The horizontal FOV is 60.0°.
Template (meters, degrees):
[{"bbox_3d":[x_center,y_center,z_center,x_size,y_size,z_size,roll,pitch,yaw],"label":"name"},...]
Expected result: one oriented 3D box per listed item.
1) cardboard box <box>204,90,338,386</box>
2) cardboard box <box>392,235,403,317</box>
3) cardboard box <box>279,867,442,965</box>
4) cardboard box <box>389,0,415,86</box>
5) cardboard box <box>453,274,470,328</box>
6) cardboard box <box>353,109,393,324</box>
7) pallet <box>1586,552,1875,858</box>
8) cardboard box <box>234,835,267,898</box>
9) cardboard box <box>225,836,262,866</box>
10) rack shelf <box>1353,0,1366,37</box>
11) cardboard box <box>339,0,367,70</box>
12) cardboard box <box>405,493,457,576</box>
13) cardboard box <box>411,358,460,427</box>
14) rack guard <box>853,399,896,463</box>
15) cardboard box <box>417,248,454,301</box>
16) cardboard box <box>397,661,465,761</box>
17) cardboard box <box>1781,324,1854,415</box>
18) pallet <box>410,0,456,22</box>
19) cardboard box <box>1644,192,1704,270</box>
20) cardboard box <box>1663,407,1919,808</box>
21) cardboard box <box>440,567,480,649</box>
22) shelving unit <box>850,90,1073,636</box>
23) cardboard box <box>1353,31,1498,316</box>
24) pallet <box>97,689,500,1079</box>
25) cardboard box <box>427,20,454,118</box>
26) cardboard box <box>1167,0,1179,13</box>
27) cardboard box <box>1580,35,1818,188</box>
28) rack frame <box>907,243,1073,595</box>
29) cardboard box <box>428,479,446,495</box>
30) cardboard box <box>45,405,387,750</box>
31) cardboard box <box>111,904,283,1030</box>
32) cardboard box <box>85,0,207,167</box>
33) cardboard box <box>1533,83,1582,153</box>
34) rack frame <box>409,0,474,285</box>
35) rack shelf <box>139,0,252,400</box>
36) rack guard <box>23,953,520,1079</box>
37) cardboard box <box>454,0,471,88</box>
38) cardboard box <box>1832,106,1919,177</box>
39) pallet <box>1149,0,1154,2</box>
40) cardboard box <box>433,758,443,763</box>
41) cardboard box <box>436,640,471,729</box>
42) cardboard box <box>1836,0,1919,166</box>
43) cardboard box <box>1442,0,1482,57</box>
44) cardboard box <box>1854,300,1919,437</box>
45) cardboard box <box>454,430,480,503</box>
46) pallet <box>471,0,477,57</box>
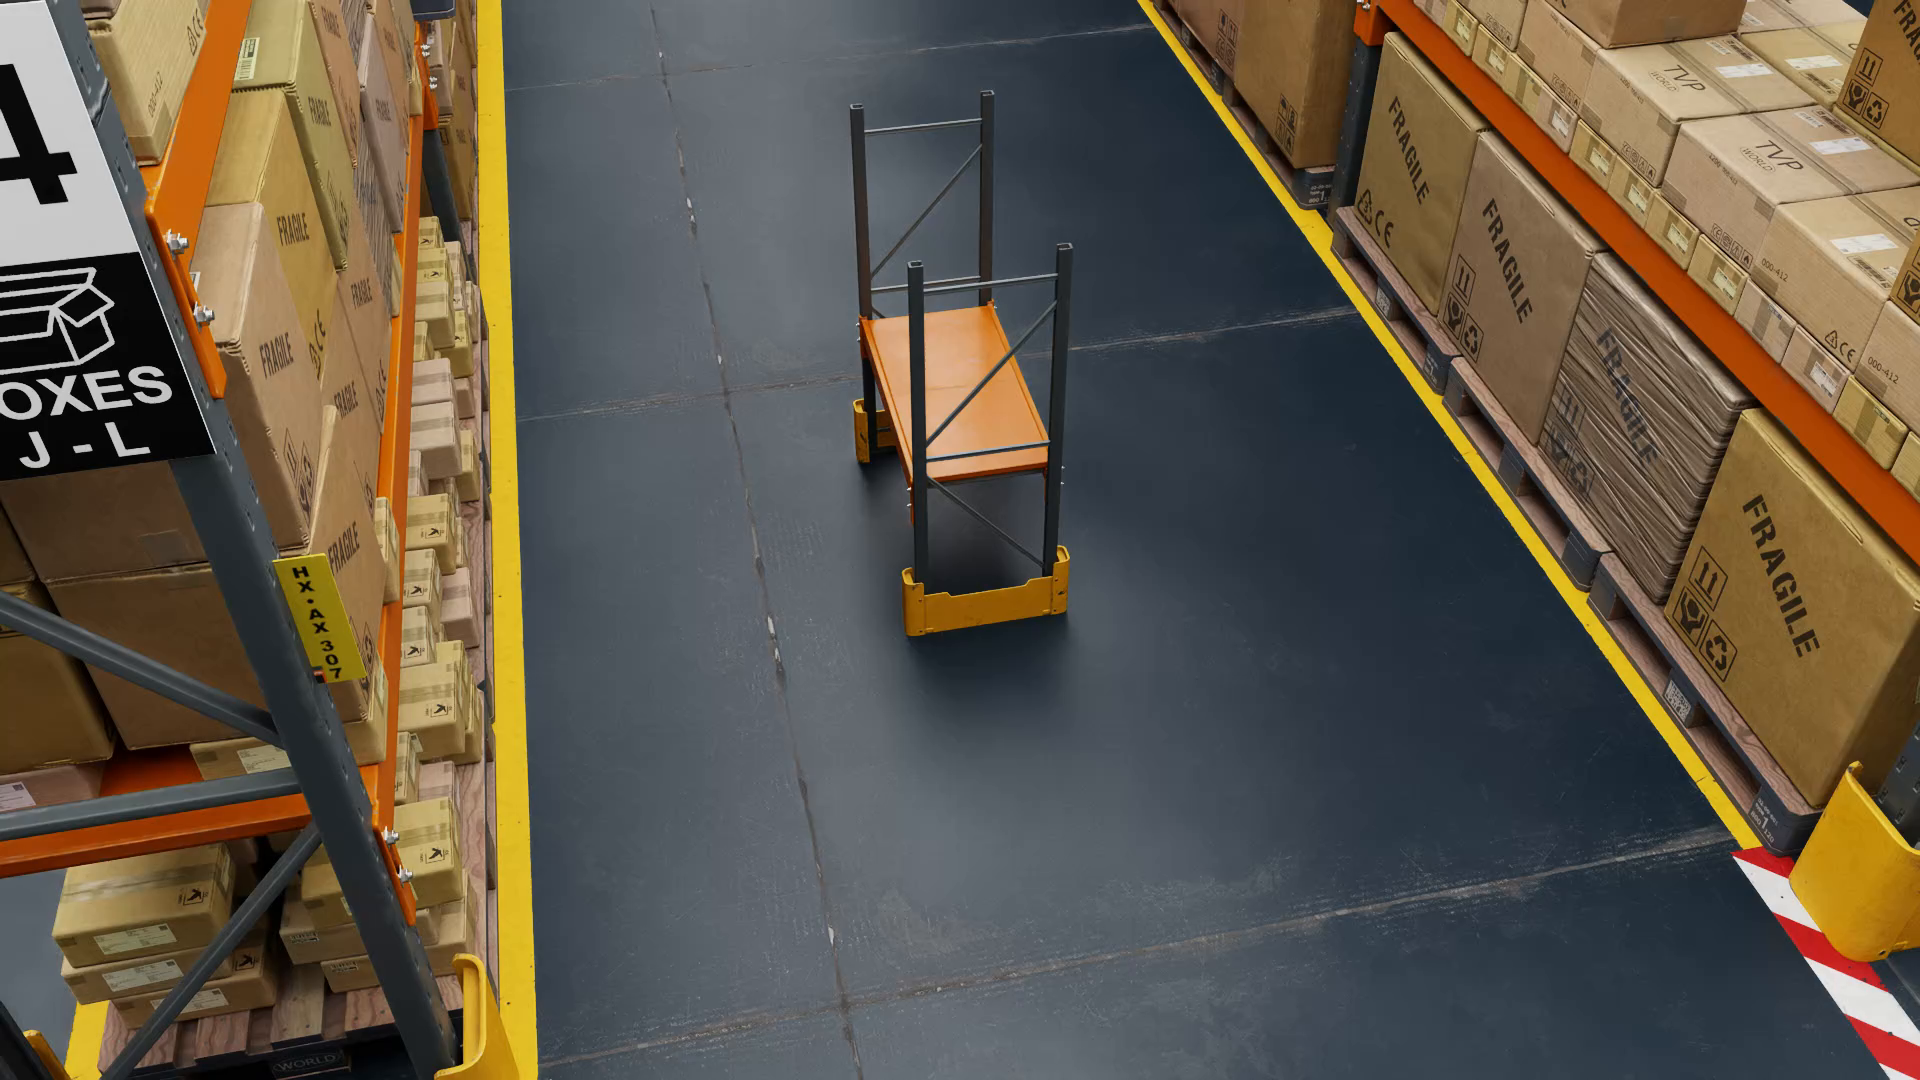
[{"bbox_3d":[-1.701,-0.622,3.638,0.500,0.500,0.500,-7,42,-8],"label":"cardboard box"},{"bbox_3d":[-1.914,-0.788,5.068,0.380,0.149,0.250,-8,42,-8],"label":"cardboard box"},{"bbox_3d":[-1.611,0.977,4.496,0.380,0.149,0.250,-7,42,-7],"label":"cardboard box"},{"bbox_3d":[-2.232,-1.912,5.845,0.500,0.500,0.500,-8,42,-9],"label":"cardboard box"},{"bbox_3d":[-2.163,-0.907,6.619,0.380,0.149,0.250,-10,43,-11],"label":"cardboard box"},{"bbox_3d":[-1.925,-0.915,4.722,0.500,0.500,0.500,-9,42,-10],"label":"cardboard box"},{"bbox_3d":[2.867,0.447,5.588,1.003,0.211,1.213,-8,42,-9],"label":"pallet"},{"bbox_3d":[-2.145,0.876,4.611,0.380,0.149,0.250,-9,42,-10],"label":"cardboard box"},{"bbox_3d":[-2.108,0.765,4.512,0.380,0.149,0.250,-8,42,-8],"label":"cardboard box"},{"bbox_3d":[1.821,-3.709,8.711,1.077,0.370,4.000,-8,42,-9],"label":"rack shelf"},{"bbox_3d":[-2.033,-1.625,4.769,0.500,0.500,0.500,-7,42,-8],"label":"cardboard box"},{"bbox_3d":[-1.833,0.004,5.369,0.380,0.149,0.250,-8,42,-9],"label":"cardboard box"},{"bbox_3d":[-1.998,-0.495,5.931,0.380,0.149,0.250,-10,43,-11],"label":"cardboard box"},{"bbox_3d":[-0.124,-0.466,6.586,0.587,0.250,0.087,-8,42,-9],"label":"rack guard"},{"bbox_3d":[-2.187,-0.997,6.497,0.380,0.149,0.250,-8,42,-9],"label":"cardboard box"},{"bbox_3d":[-1.636,0.511,4.798,0.380,0.149,0.250,-8,42,-9],"label":"cardboard box"},{"bbox_3d":[2.607,-0.511,4.755,0.380,0.149,0.250,-8,42,-9],"label":"cardboard box"},{"bbox_3d":[-2.635,-2.481,6.930,1.003,0.211,1.213,-8,42,-9],"label":"pallet"},{"bbox_3d":[2.440,-1.009,5.316,0.380,0.149,0.250,-8,42,-9],"label":"cardboard box"},{"bbox_3d":[2.900,0.145,5.111,0.875,0.875,0.875,-8,42,-9],"label":"cardboard box"},{"bbox_3d":[-1.811,0.255,5.535,0.380,0.149,0.250,-10,43,-11],"label":"cardboard box"},{"bbox_3d":[-0.016,-0.610,5.808,0.587,1.500,1.083,-8,42,-9],"label":"shelving unit"},{"bbox_3d":[2.317,-1.605,7.083,0.875,0.875,0.875,-8,42,-9],"label":"cardboard box"},{"bbox_3d":[-1.906,1.018,4.944,1.003,0.211,1.213,-8,42,-9],"label":"pallet"},{"bbox_3d":[-2.513,-2.056,7.309,0.500,0.250,0.500,-10,43,-11],"label":"cardboard box"},{"bbox_3d":[1.703,-3.608,9.339,1.225,0.875,0.875,-8,42,-9],"label":"cardboard box"},{"bbox_3d":[2.417,-1.416,5.475,0.500,0.250,0.500,-8,42,-9],"label":"cardboard box"},{"bbox_3d":[0.091,-0.287,5.443,0.500,1.500,0.032,-8,42,-9],"label":"rack frame"},{"bbox_3d":[-2.017,-0.220,5.845,0.380,0.149,0.250,-10,43,-11],"label":"cardboard box"},{"bbox_3d":[-1.576,0.077,3.605,0.500,0.500,0.500,-6,42,-7],"label":"cardboard box"},{"bbox_3d":[-2.066,1.154,4.522,0.380,0.149,0.250,-8,42,-9],"label":"cardboard box"},{"bbox_3d":[-1.596,-0.837,2.787,0.500,0.250,0.500,-7,42,-8],"label":"cardboard box"},{"bbox_3d":[2.272,-1.509,5.879,0.380,0.149,0.250,-8,42,-9],"label":"cardboard box"},{"bbox_3d":[-2.612,-2.037,6.285,1.000,3.000,0.127,-8,42,-9],"label":"rack frame"},{"bbox_3d":[-2.180,-1.593,4.068,1.077,0.370,4.000,-8,42,-9],"label":"rack shelf"},{"bbox_3d":[-1.765,1.442,4.249,1.175,0.500,0.348,-8,42,-9],"label":"rack guard"},{"bbox_3d":[-2.754,-2.456,8.324,0.500,0.500,0.500,-8,42,-9],"label":"cardboard box"},{"bbox_3d":[3.053,-1.156,5.182,0.500,0.250,0.500,-10,43,-11],"label":"cardboard box"},{"bbox_3d":[1.486,-3.710,10.271,1.003,0.211,1.213,-8,42,-9],"label":"pallet"},{"bbox_3d":[-1.746,0.762,4.963,0.380,0.149,0.250,-8,42,-9],"label":"cardboard box"},{"bbox_3d":[-1.704,0.464,5.075,0.380,0.149,0.250,-7,42,-8],"label":"cardboard box"},{"bbox_3d":[3.051,-1.434,4.930,0.500,0.500,0.500,-9,42,-10],"label":"cardboard box"},{"bbox_3d":[2.106,-2.008,6.441,0.380,0.149,0.250,-7,42,-8],"label":"cardboard box"},{"bbox_3d":[2.753,-0.420,4.353,0.500,0.250,0.500,-9,42,-10],"label":"cardboard box"},{"bbox_3d":[-1.971,-0.251,6.105,0.380,0.149,0.250,-8,42,-9],"label":"cardboard box"},{"bbox_3d":[-3.308,-3.080,9.561,1.003,0.211,1.213,-8,42,-9],"label":"pallet"}]
